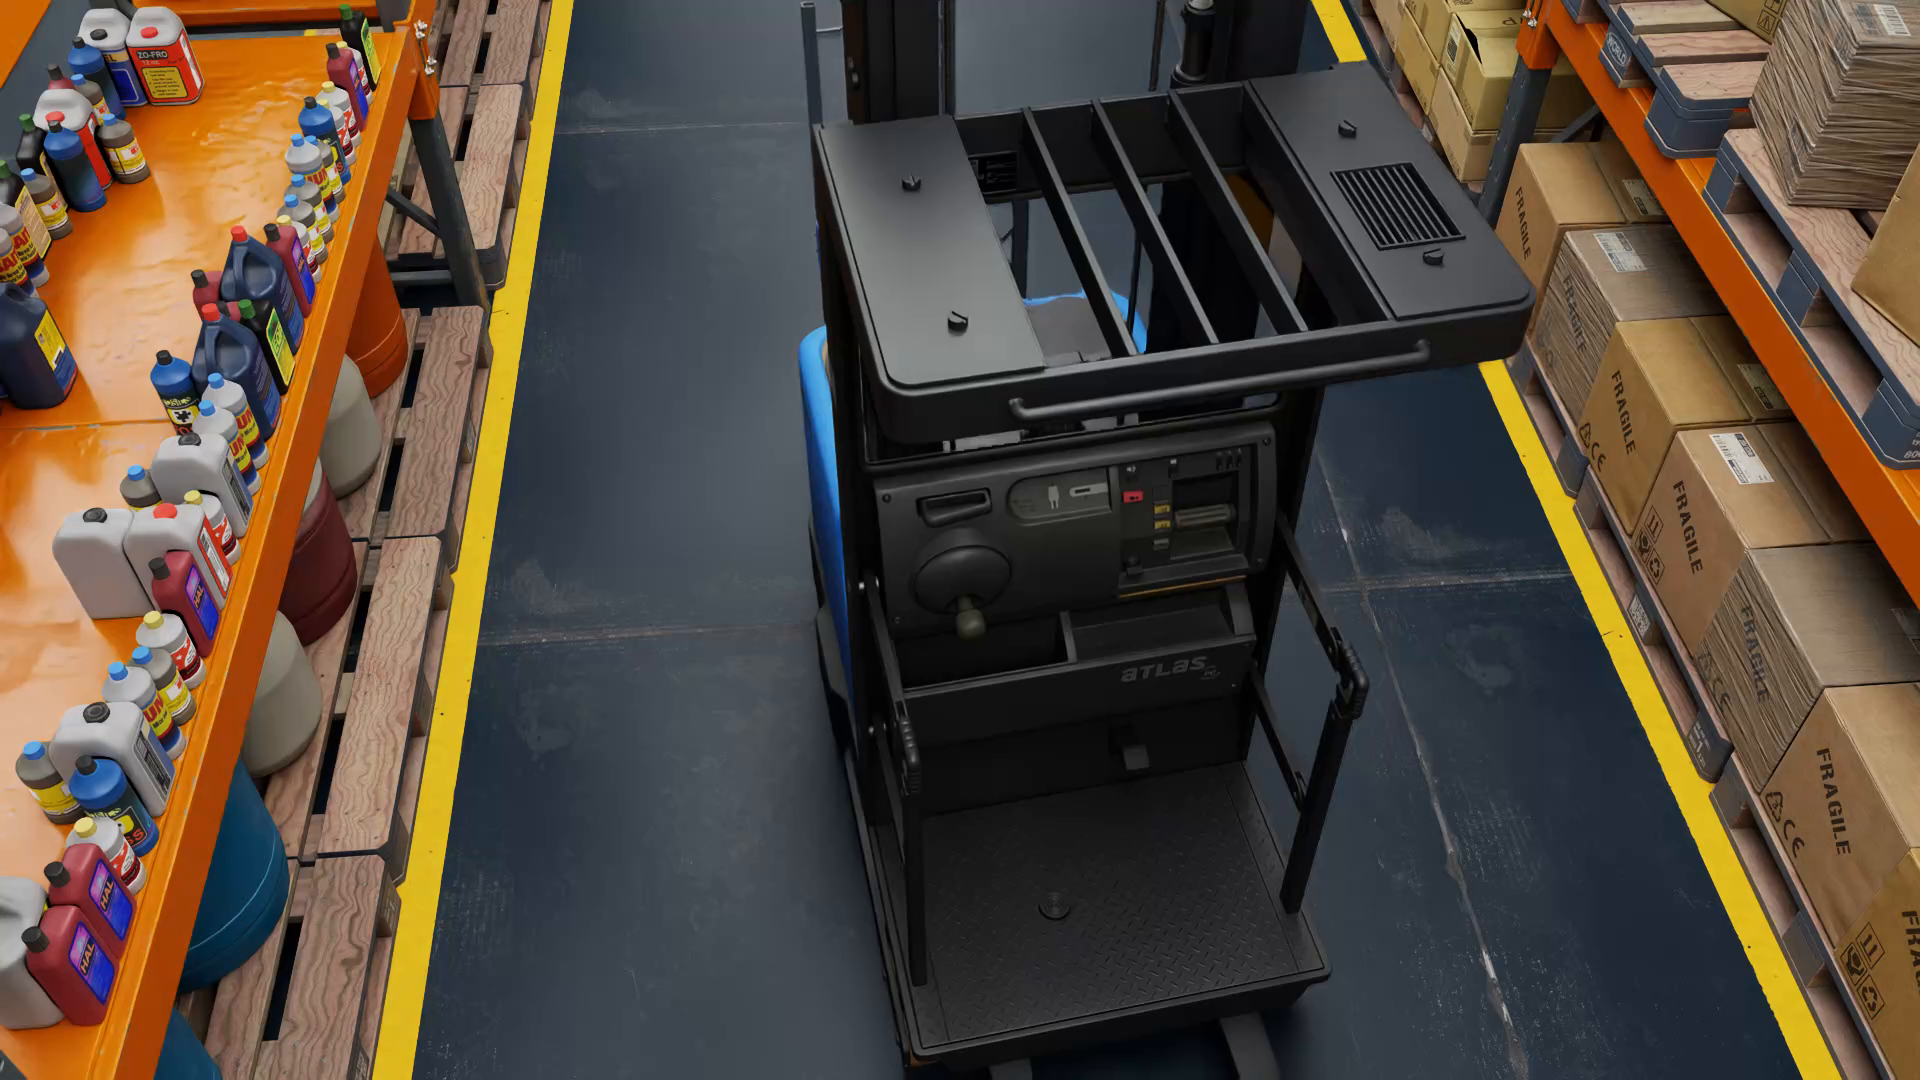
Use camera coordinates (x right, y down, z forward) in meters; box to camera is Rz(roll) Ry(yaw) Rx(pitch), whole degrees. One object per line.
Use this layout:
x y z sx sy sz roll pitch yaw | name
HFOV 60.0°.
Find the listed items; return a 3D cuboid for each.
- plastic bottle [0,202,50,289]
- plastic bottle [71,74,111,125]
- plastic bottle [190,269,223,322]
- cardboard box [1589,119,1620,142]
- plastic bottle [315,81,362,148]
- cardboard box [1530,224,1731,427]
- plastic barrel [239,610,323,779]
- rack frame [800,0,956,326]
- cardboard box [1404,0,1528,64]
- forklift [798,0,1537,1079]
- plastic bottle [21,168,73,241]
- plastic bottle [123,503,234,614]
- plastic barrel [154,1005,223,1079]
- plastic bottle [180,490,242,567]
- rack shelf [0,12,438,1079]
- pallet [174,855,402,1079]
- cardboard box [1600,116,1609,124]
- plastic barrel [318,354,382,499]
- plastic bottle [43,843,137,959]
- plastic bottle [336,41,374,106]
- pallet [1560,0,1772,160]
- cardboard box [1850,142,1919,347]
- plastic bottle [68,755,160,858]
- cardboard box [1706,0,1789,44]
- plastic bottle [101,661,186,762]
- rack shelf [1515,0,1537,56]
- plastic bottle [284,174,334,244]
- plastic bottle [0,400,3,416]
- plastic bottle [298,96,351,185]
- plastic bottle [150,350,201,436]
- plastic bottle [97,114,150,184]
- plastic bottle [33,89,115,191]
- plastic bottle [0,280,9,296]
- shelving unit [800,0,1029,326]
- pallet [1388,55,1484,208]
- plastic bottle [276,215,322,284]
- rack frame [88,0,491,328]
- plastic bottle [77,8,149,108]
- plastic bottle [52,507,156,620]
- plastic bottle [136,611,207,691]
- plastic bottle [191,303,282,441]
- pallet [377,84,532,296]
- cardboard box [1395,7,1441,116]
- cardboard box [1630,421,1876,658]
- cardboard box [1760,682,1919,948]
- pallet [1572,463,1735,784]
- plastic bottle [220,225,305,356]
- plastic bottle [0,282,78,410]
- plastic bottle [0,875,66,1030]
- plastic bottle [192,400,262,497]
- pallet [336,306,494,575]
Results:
-2.595 -0.820 4.549 0.097 0.271 0.097 0 47 0 | plastic bottle
-2.656 -1.323 5.074 0.097 0.201 0.097 0 47 0 | plastic bottle
-1.934 -0.604 4.337 0.061 0.283 0.133 -3 47 -3 | plastic bottle
2.825 -1.775 6.969 0.500 0.250 0.500 -4 47 -3 | cardboard box
-1.891 -1.294 5.046 0.097 0.201 0.097 0 47 0 | plastic bottle
2.379 -0.745 5.809 0.500 0.500 0.500 -5 47 -5 | cardboard box
-2.072 0.404 4.726 0.421 0.512 0.421 0 47 0 | plastic barrel
-0.263 -1.228 5.880 0.500 1.500 0.032 -9 47 -8 | rack frame
2.237 -2.310 7.090 0.500 0.311 0.500 -4 47 -4 | cardboard box
0.321 0.081 3.655 1.130 2.935 3.031 -9 47 -8 | forklift
-2.614 -0.963 4.733 0.097 0.201 0.097 0 47 0 | plastic bottle
-1.762 0.028 3.743 0.152 0.276 0.135 -3 47 -3 | plastic bottle
-2.054 1.196 3.707 0.600 0.901 0.708 -3 47 -3 | plastic barrel
-1.745 -0.032 3.851 0.097 0.201 0.097 0 47 0 | plastic bottle
-2.193 -0.186 4.356 1.077 0.370 4.000 -3 47 -3 | rack shelf
-2.049 1.412 4.268 1.003 0.211 1.213 -3 47 -3 | pallet
2.825 -1.967 6.766 0.500 0.311 0.500 -2 47 -2 | cardboard box
-2.166 -0.413 5.500 0.421 0.512 0.421 0 47 0 | plastic barrel
-1.642 0.666 3.134 0.061 0.283 0.133 -3 47 -3 | plastic bottle
-1.910 -1.461 5.204 0.097 0.201 0.097 0 47 0 | plastic bottle
2.703 -1.627 5.357 1.213 0.211 1.003 -3 47 -3 | pallet
2.701 -0.738 4.025 0.700 0.500 0.500 -14 48 -13 | cardboard box
-1.678 0.517 3.283 0.097 0.271 0.097 0 47 0 | plastic bottle
2.741 -1.909 5.134 0.700 0.500 0.500 -18 49 -16 | cardboard box
-1.698 0.349 3.442 0.097 0.271 0.097 0 47 0 | plastic bottle
2.408 -3.379 7.379 1.077 0.370 4.000 -3 47 -3 | rack shelf
-1.850 -0.942 4.713 0.097 0.201 0.097 0 47 0 | plastic bottle
-2.521 -0.412 4.108 0.144 0.351 0.185 -3 47 -3 | plastic bottle
-1.874 -1.177 4.888 0.097 0.271 0.097 0 47 0 | plastic bottle
-1.924 -0.356 4.110 0.097 0.271 0.097 0 47 0 | plastic bottle
-2.485 -1.166 4.925 0.097 0.201 0.097 0 47 0 | plastic bottle
-2.608 -1.170 4.878 0.152 0.276 0.135 -3 47 -3 | plastic bottle
-2.595 -0.669 4.398 0.061 0.283 0.133 -3 47 -3 | plastic bottle
-0.156 -0.867 5.538 0.538 1.500 1.048 -9 47 -8 | shelving unit
2.546 -1.818 7.326 1.003 0.211 1.213 -3 47 -3 | pallet
-1.834 -0.801 4.579 0.097 0.201 0.097 0 47 0 | plastic bottle
-2.360 -1.881 5.465 1.000 3.000 0.127 -3 47 -3 | rack frame
-2.646 -1.505 5.195 0.152 0.276 0.135 -3 47 -3 | plastic bottle
-1.914 0.037 3.734 0.152 0.276 0.135 -3 47 -3 | plastic bottle
-1.714 0.233 3.601 0.097 0.201 0.097 0 47 0 | plastic bottle
-1.807 -0.422 4.118 0.144 0.351 0.185 -3 47 -3 | plastic bottle
-2.387 -1.485 7.011 1.003 0.211 1.213 -3 47 -3 | pallet
2.242 -2.116 7.293 0.500 0.250 0.500 -4 47 -4 | cardboard box
2.464 -0.005 5.107 0.500 0.500 0.500 -5 47 -5 | cardboard box
2.551 0.726 4.415 0.500 0.500 0.500 -3 47 -3 | cardboard box
2.700 0.203 5.412 1.003 0.211 1.213 -3 47 -3 | pallet
-1.834 -0.652 4.336 0.144 0.351 0.185 -3 47 -3 | plastic bottle
-2.381 -0.518 4.209 0.144 0.351 0.185 -3 47 -3 | plastic bottle
-1.735 0.727 3.030 0.144 0.351 0.185 -3 47 -3 | plastic bottle
-1.764 -0.224 3.984 0.097 0.271 0.097 0 47 0 | plastic bottle
-2.253 -0.354 5.940 1.003 0.211 1.213 -3 47 -3 | pallet
